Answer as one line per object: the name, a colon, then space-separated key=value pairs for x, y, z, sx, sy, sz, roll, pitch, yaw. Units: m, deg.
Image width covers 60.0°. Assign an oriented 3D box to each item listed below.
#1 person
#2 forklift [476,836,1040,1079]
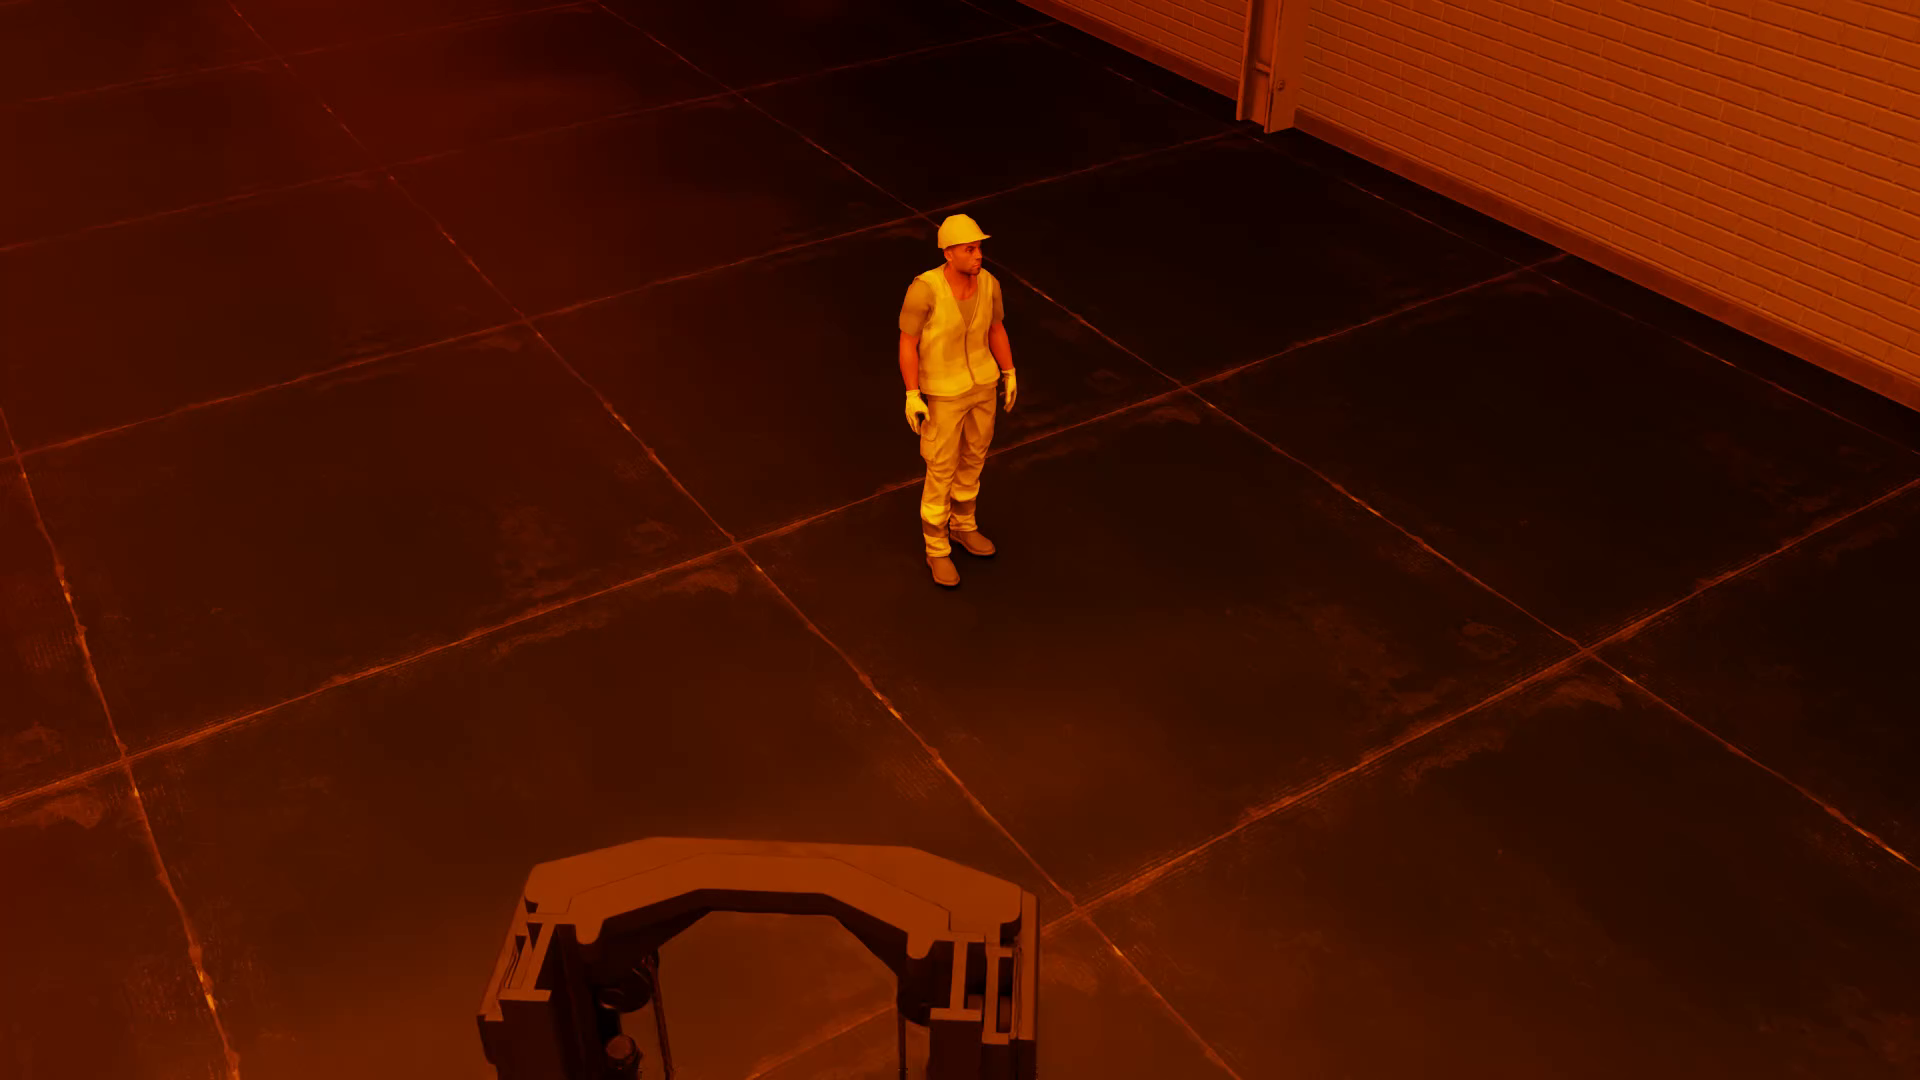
person: x=0.033 y=-0.696 z=8.118 sx=0.637 sy=1.787 sz=0.564 roll=-21 pitch=40 yaw=-27
forklift: x=-0.361 y=2.115 z=3.138 sx=1.130 sy=2.935 sz=3.031 roll=2 pitch=35 yaw=3
